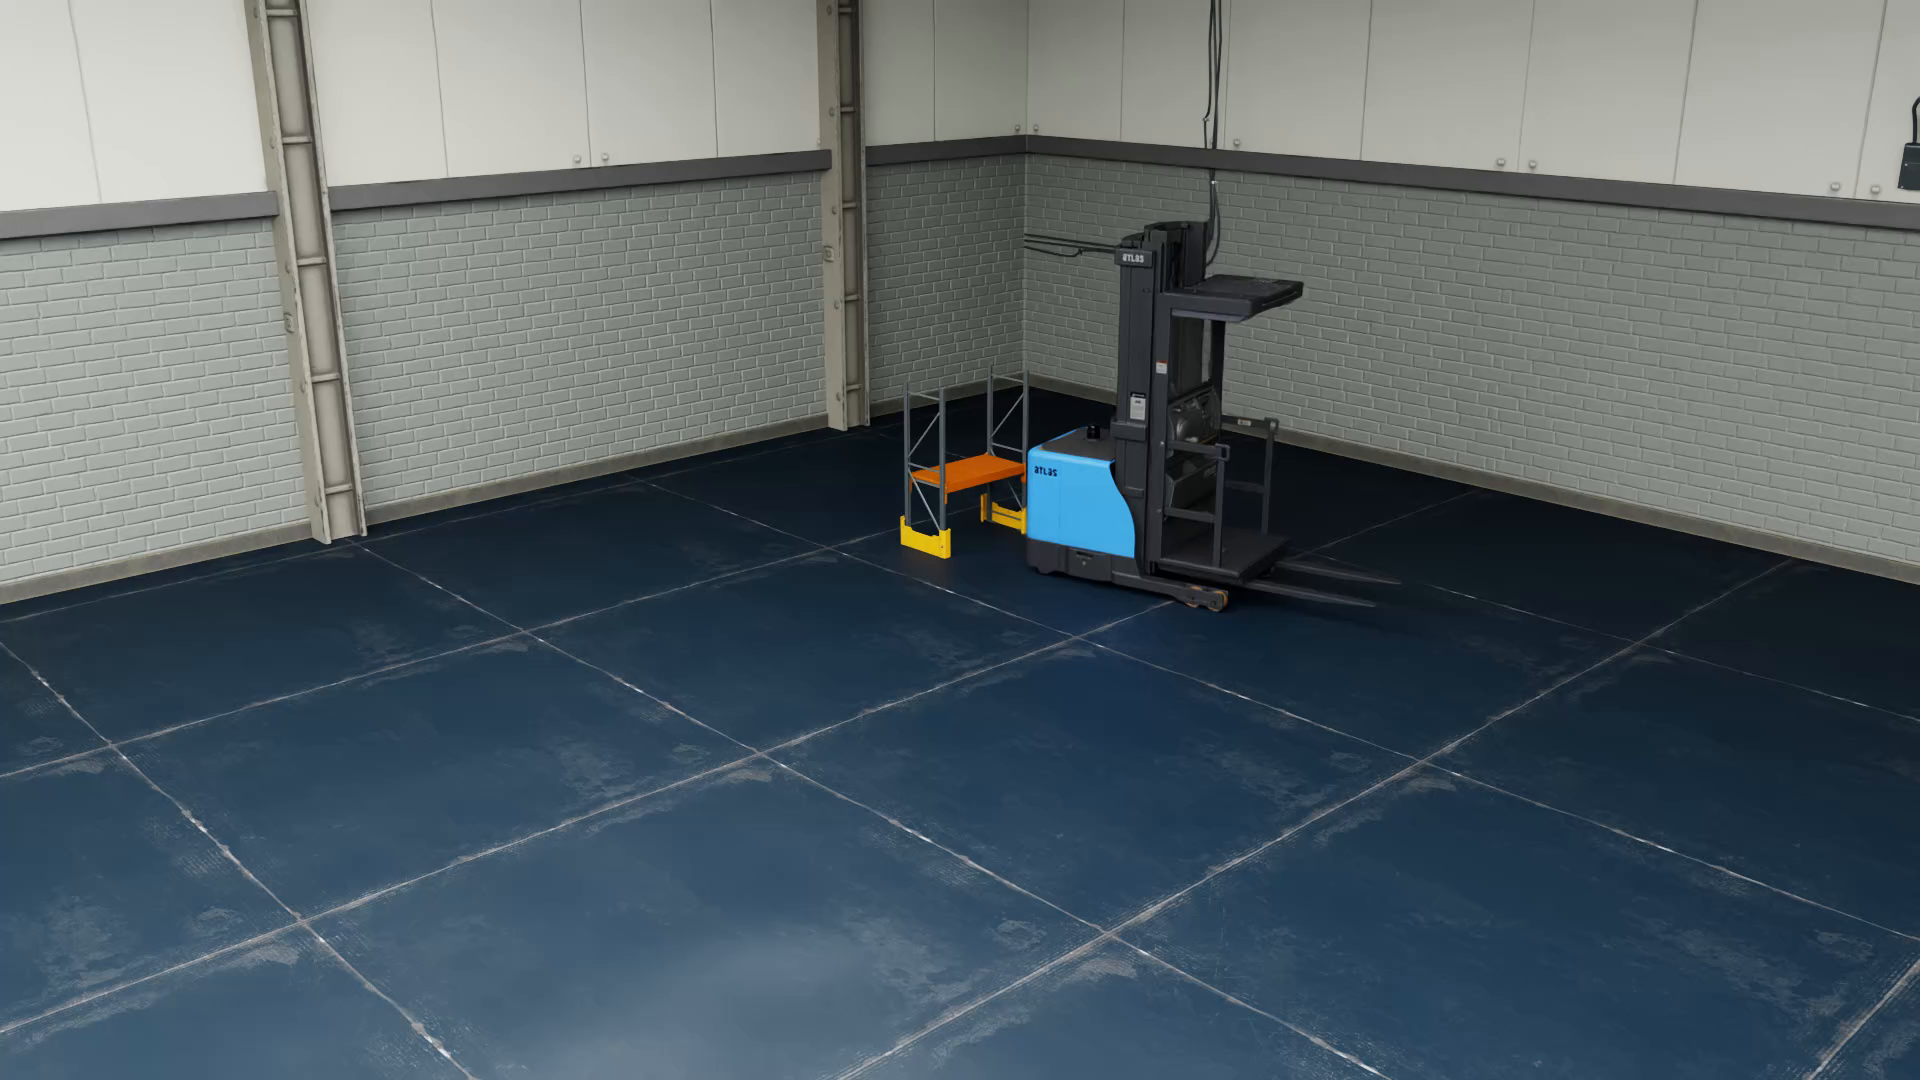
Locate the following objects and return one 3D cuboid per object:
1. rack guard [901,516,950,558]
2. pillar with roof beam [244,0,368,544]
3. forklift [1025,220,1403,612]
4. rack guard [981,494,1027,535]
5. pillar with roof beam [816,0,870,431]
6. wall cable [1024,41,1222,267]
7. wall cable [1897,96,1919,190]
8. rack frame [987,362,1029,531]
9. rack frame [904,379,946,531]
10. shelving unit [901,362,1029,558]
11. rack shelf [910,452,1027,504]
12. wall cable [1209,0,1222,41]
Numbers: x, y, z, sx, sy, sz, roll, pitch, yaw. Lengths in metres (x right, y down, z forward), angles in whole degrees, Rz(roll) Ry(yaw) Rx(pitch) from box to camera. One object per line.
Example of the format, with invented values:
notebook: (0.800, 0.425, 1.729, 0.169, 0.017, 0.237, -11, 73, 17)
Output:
rack guard: (-0.306, -0.030, 14.670, 0.087, 0.250, 0.587, -16, 24, -41)
pillar with roof beam: (-2.676, -3.354, 10.738, 0.400, 9.000, 9.100, -16, 24, -41)
forklift: (2.070, -1.011, 13.352, 3.031, 2.935, 1.130, 11, 21, 30)
rack guard: (0.417, -0.241, 15.321, 0.087, 0.250, 0.587, -16, 24, -41)
pillar with roof beam: (1.683, -4.625, 14.659, 0.400, 9.000, 9.100, -16, 24, -41)
wall cable: (1.775, -4.441, 19.125, 0.112, 2.526, 3.097, -16, 24, -41)
wall cable: (8.286, -5.405, 11.550, 0.169, 6.003, 2.305, -16, 24, -41)
rack frame: (0.431, -0.839, 15.141, 0.032, 1.500, 0.500, -16, 24, -41)
rack frame: (-0.307, -0.624, 14.477, 0.032, 1.500, 0.500, -16, 24, -41)
shelving unit: (0.055, -0.730, 14.803, 1.083, 1.500, 0.587, -16, 24, -41)
rack shelf: (0.062, -0.560, 14.865, 1.000, 0.185, 0.538, -16, 24, -41)
wall cable: (3.634, -6.237, 16.476, 0.112, 2.526, 3.097, -16, 24, -41)
